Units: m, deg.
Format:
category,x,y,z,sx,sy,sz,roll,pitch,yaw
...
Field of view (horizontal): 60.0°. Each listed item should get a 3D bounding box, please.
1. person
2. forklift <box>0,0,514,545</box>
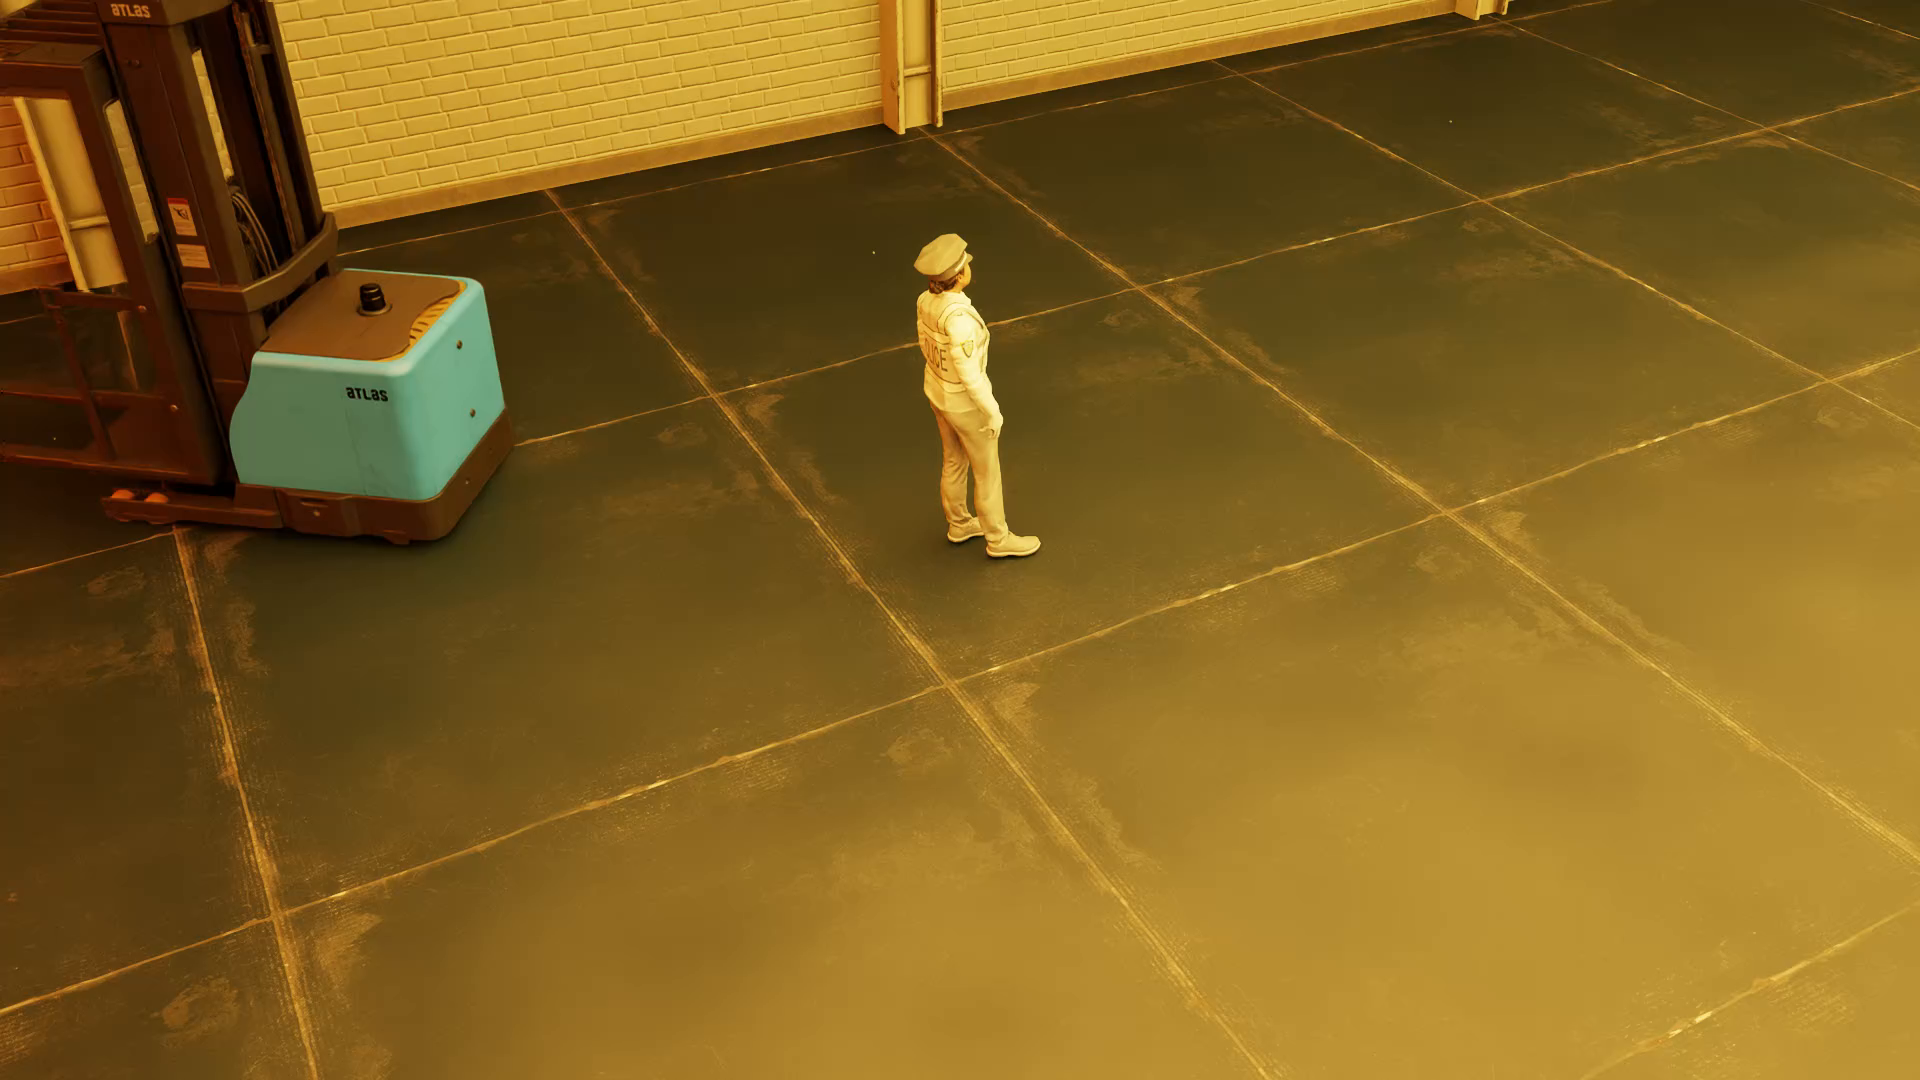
category,x,y,z,sx,sy,sz,roll,pitch,yaw
person,0.064,-0.713,8.190,0.532,1.694,0.586,-17,39,-23
forklift,-4.057,-1.569,8.343,3.031,2.935,1.130,6,36,8
